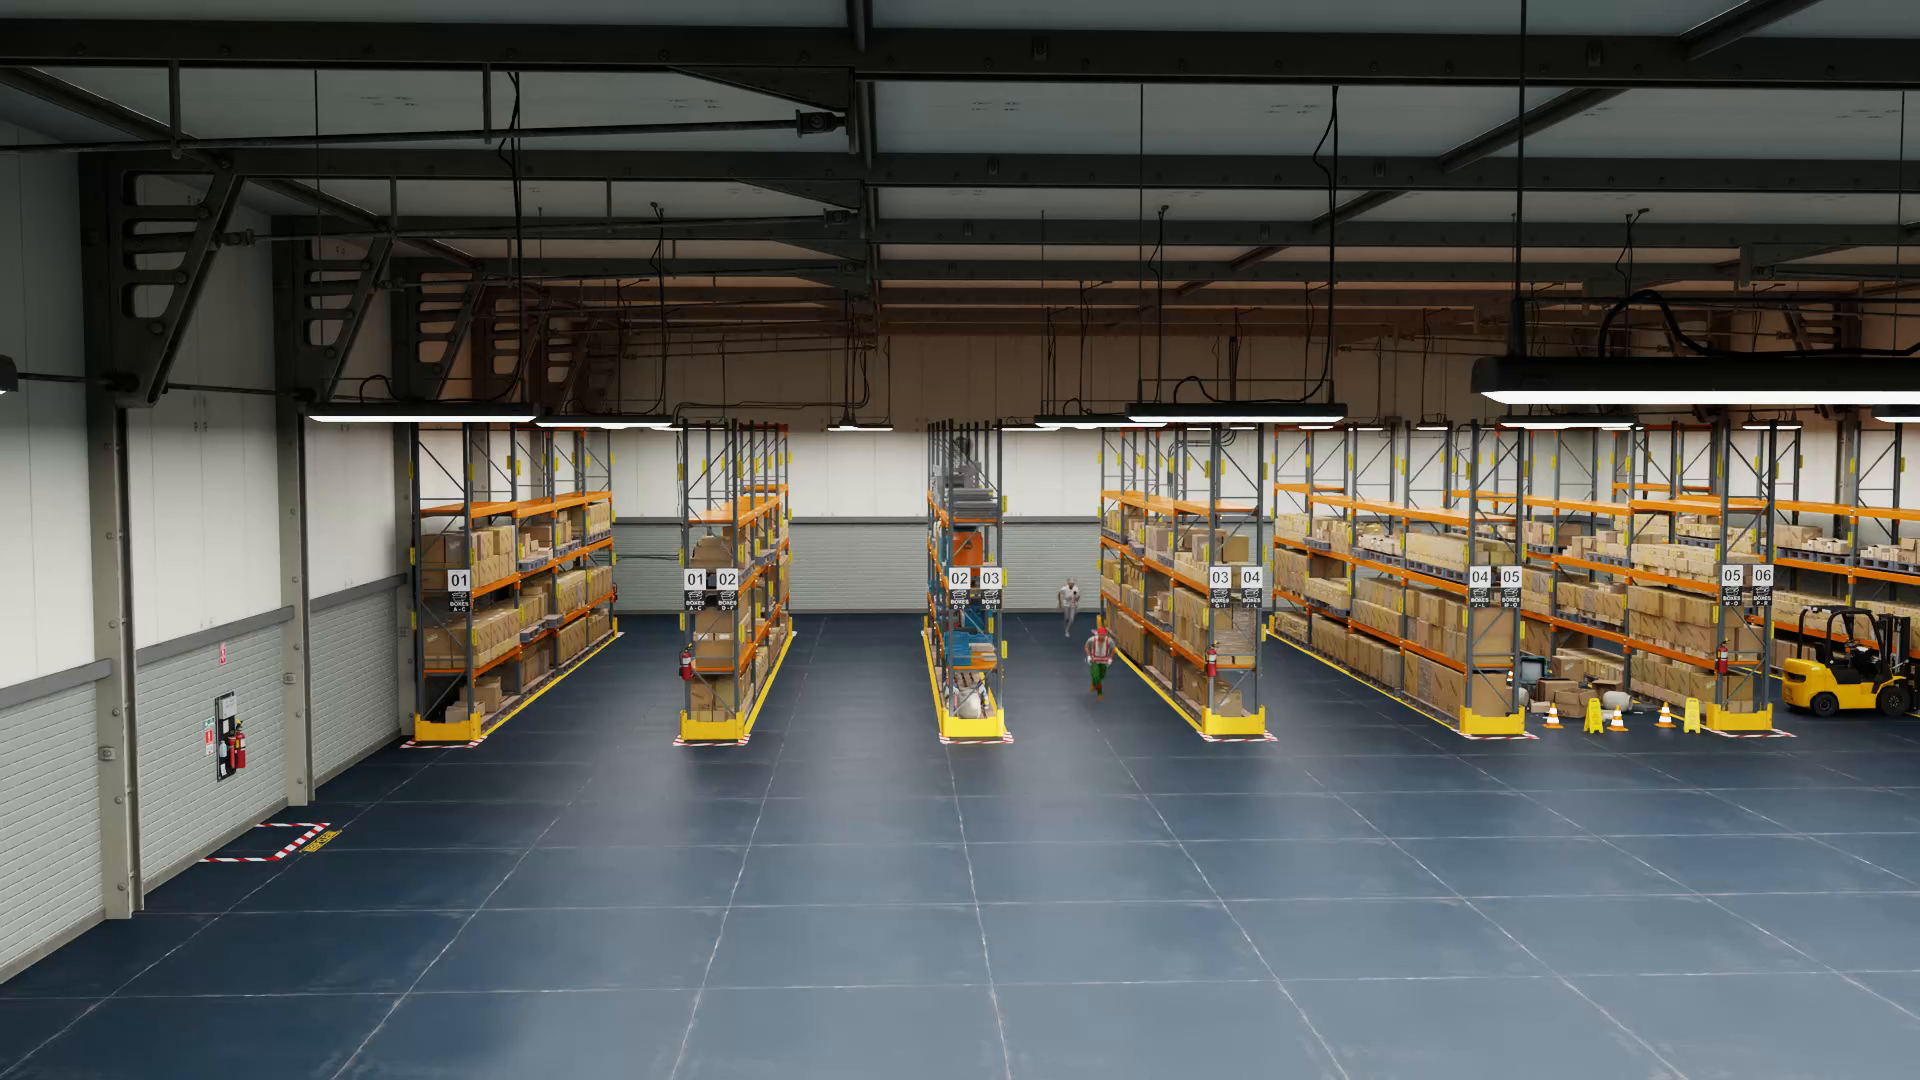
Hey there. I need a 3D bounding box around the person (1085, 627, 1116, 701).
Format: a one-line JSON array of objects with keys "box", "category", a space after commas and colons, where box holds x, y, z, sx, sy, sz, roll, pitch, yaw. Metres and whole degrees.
[{"box": [3.003, 2.638, 35.895, 0.649, 1.618, 1.090, 0, 4, -3], "category": "person"}]

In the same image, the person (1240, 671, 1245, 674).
[{"box": [6.806, 2.394, 40.044, 0.714, 1.419, 1.098, 1, 4, 8], "category": "person"}]

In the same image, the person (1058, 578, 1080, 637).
[{"box": [2.939, 1.800, 44.562, 0.562, 1.599, 0.674, -1, 4, -8], "category": "person"}]
